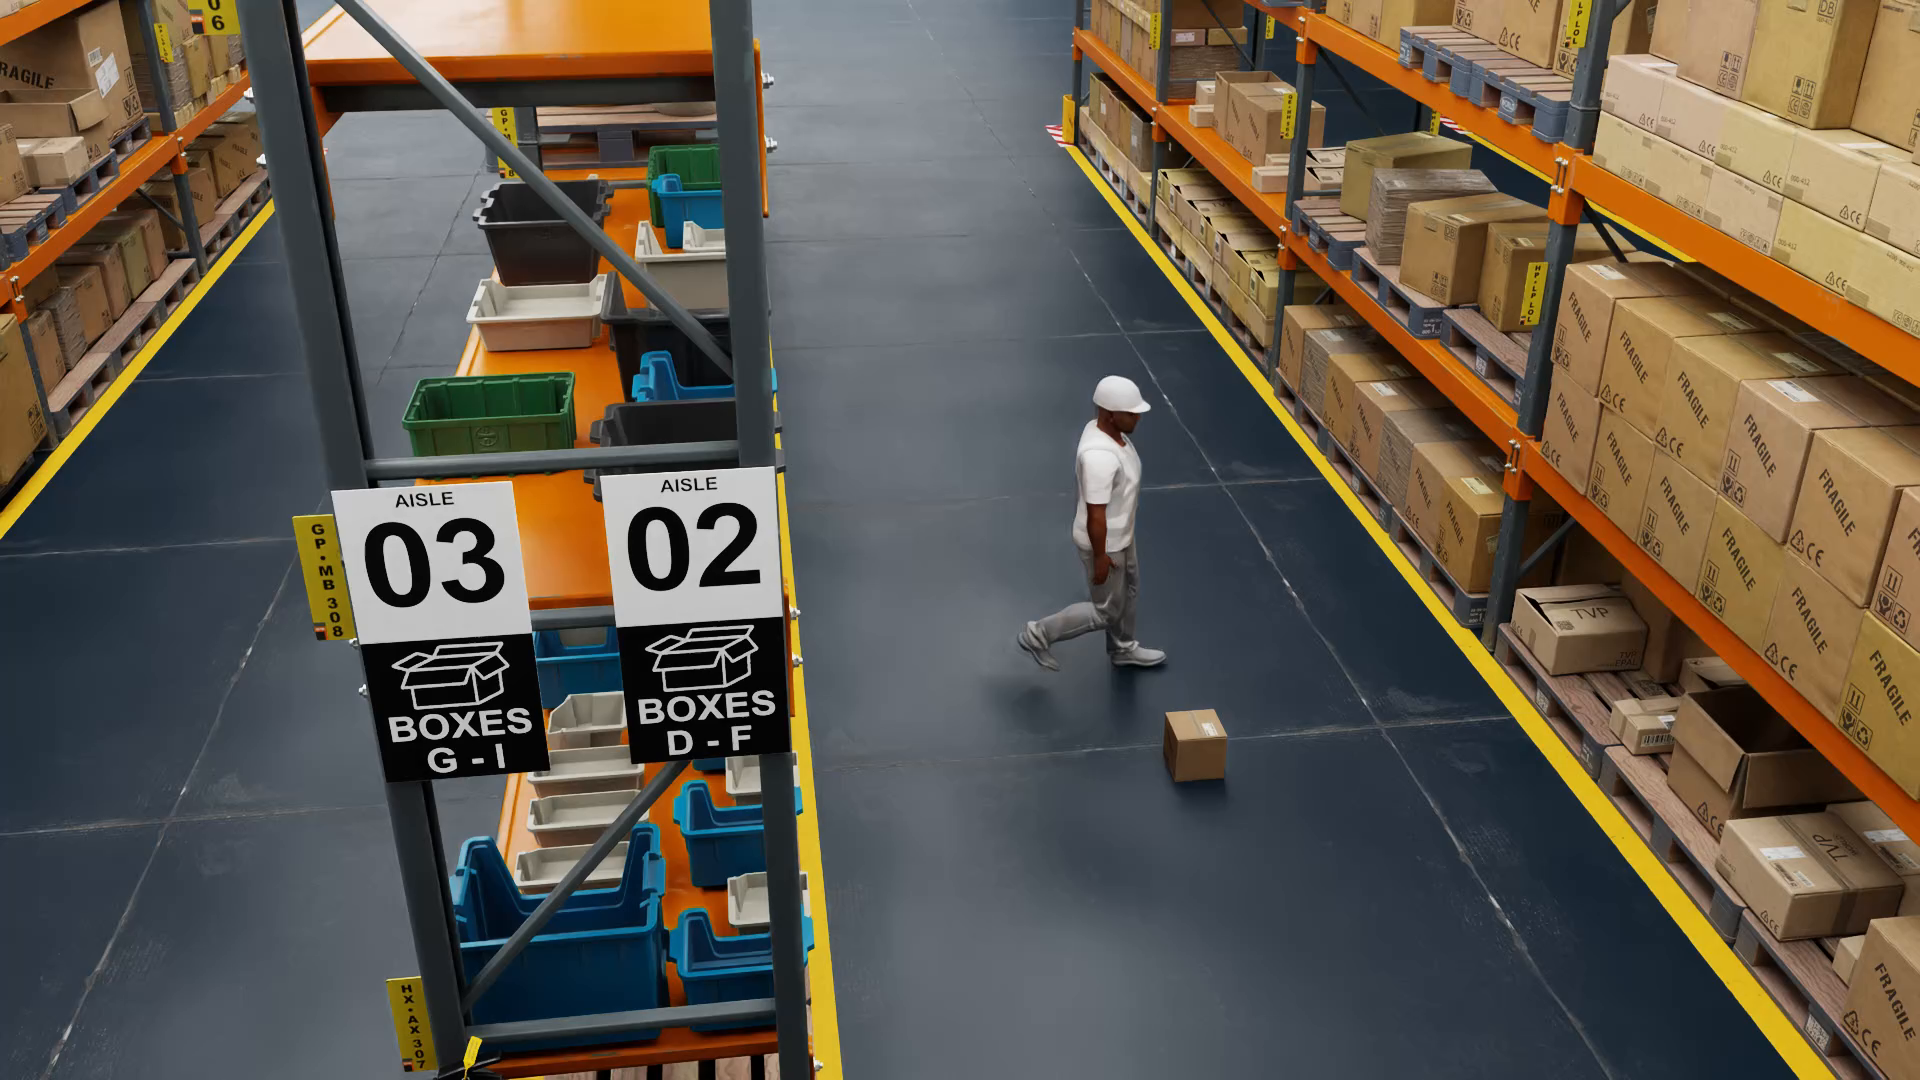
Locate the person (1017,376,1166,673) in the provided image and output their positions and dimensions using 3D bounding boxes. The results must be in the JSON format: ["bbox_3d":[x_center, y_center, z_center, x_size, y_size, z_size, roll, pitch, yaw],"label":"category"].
[{"bbox_3d":[0.713,-0.036,8.667,0.781,1.753,0.608,5,27,10],"label":"person"}]
